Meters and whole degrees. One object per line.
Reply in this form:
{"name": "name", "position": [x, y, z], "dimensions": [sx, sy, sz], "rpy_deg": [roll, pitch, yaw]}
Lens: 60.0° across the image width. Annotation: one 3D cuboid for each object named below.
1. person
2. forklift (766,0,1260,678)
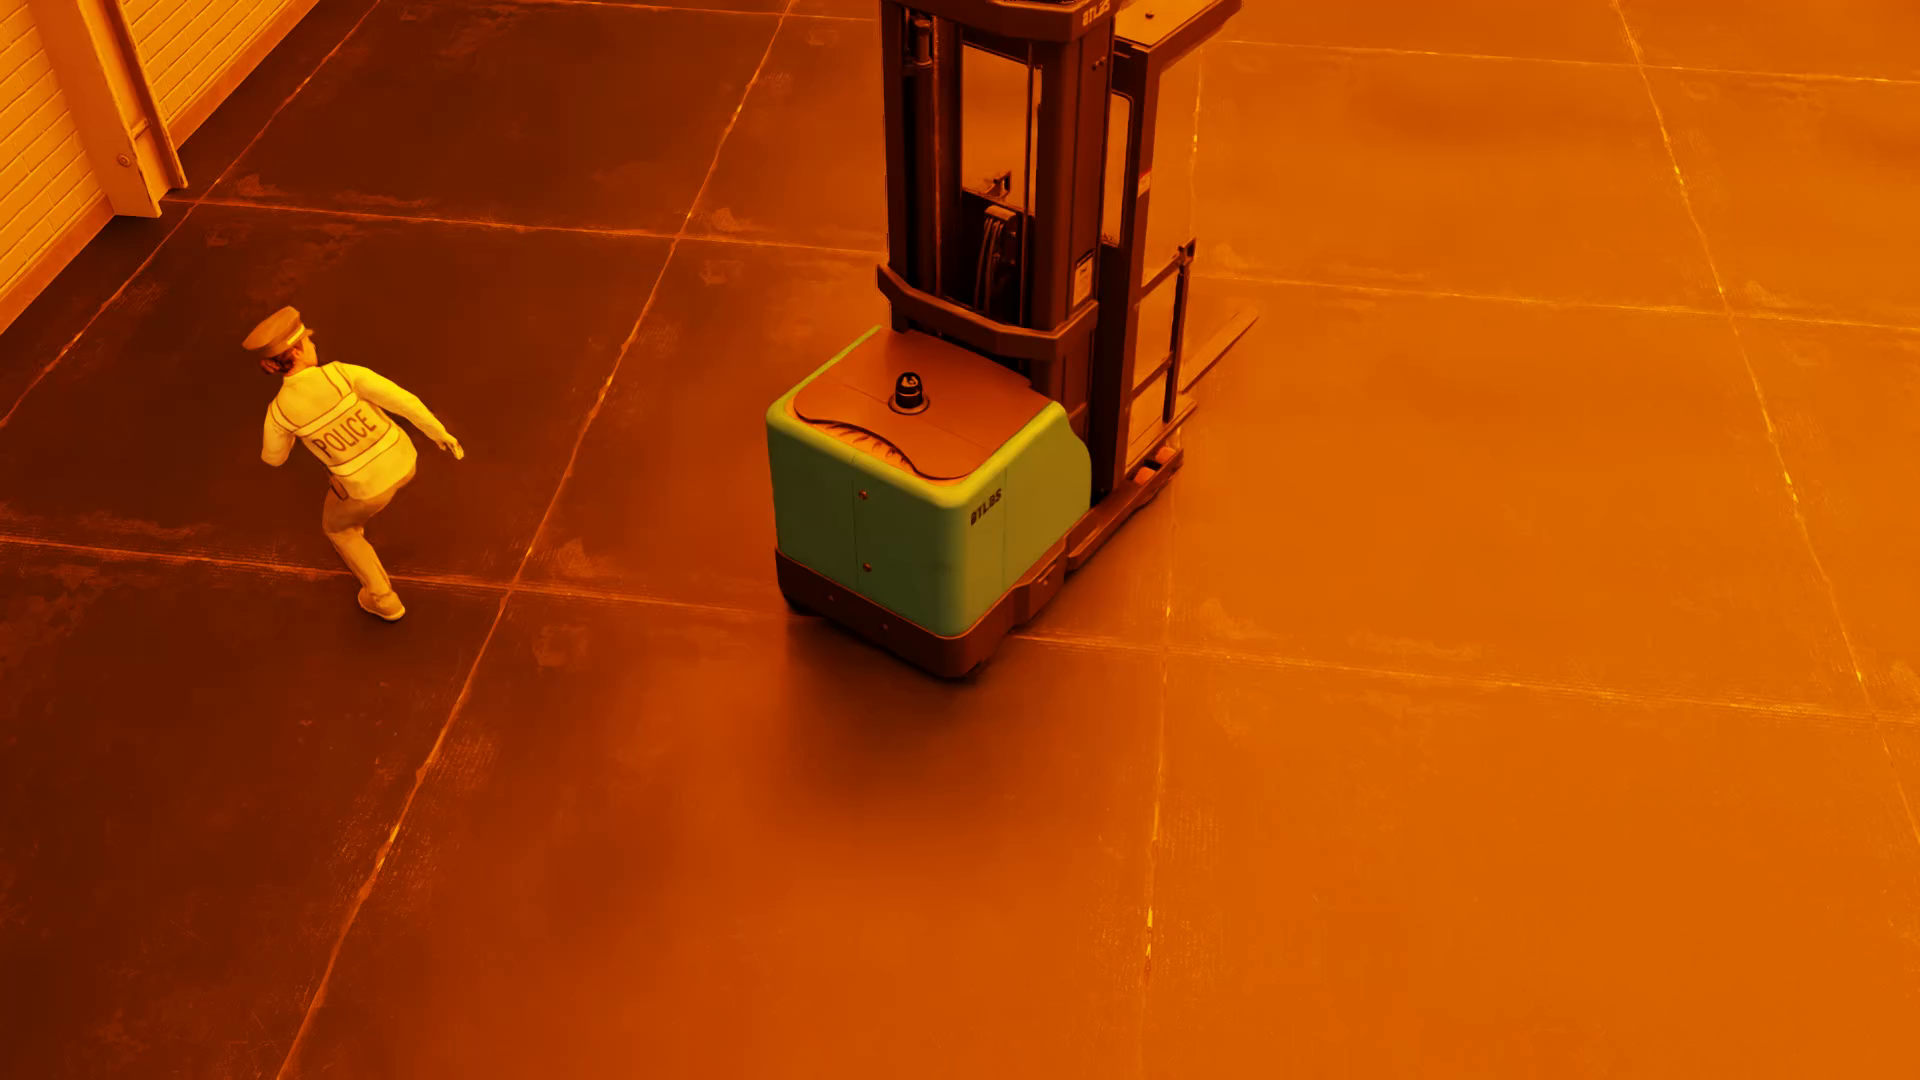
{"name": "person", "position": [-2.643, -0.392, 7.229], "dimensions": [0.700, 1.502, 0.729], "rpy_deg": [-34, 52, -31]}
{"name": "forklift", "position": [0.445, -1.443, 7.296], "dimensions": [1.130, 2.935, 3.031], "rpy_deg": [26, 49, 26]}
